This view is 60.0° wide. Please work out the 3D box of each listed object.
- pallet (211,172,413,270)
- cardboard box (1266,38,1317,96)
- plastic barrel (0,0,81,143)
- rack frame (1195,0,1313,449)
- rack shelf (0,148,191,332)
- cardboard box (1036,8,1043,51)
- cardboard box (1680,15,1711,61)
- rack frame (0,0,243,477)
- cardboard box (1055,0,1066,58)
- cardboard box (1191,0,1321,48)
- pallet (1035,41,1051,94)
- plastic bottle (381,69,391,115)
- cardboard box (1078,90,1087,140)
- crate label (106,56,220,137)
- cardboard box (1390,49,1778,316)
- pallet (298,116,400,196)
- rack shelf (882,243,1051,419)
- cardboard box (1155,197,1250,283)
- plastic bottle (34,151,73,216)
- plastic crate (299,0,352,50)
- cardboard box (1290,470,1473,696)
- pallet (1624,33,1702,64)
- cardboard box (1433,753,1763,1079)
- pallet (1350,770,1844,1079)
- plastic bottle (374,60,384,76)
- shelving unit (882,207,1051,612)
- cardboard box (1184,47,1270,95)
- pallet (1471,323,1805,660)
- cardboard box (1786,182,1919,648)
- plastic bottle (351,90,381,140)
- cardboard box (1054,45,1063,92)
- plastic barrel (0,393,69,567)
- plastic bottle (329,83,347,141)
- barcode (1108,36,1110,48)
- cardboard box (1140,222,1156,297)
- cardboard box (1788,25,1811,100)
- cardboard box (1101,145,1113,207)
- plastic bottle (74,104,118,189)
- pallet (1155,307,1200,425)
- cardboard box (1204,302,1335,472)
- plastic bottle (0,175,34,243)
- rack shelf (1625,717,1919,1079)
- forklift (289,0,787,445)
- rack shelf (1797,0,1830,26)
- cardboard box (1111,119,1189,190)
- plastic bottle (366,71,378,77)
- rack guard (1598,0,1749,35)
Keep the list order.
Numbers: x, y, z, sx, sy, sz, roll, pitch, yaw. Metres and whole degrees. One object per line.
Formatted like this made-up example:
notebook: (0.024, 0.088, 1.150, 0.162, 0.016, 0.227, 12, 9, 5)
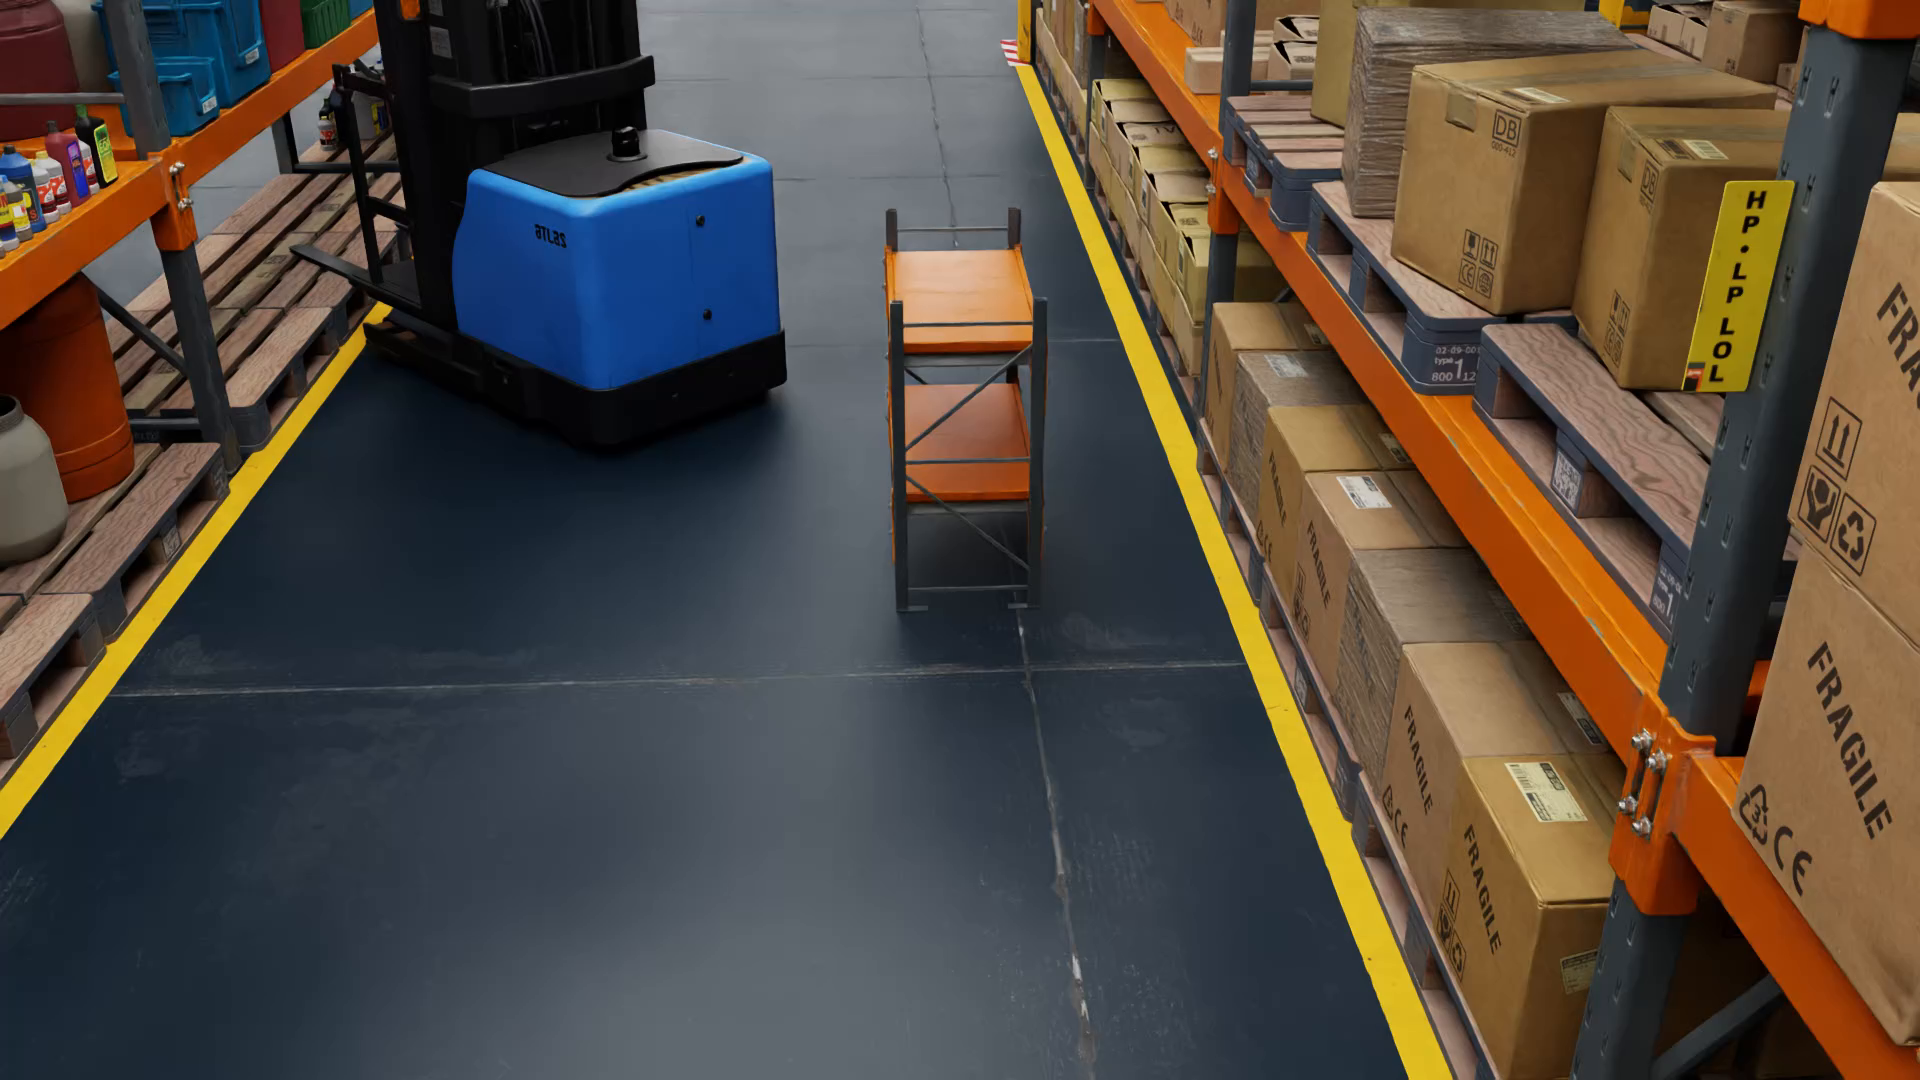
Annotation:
pallet: (-3.579, -1.852, 9.573, 1.003, 0.211, 1.213, -1, 28, -3)
cardboard box: (1.522, -1.850, 6.650, 0.500, 0.311, 0.500, 0, 28, 1)
plastic barrel: (-3.776, -1.870, 6.445, 0.600, 0.536, 0.708, -1, 28, -3)
rack frame: (1.497, -1.721, 6.306, 1.000, 3.000, 0.127, -1, 28, -3)
rack shelf: (-3.345, -0.360, 4.475, 1.077, 0.370, 4.000, -1, 28, -3)
cardboard box: (0.885, -4.129, 13.443, 0.500, 0.250, 0.500, -1, 28, -3)
cardboard box: (6.002, -3.955, 13.020, 0.500, 0.311, 0.500, 1, 28, 2)
rack frame: (-3.450, -1.603, 6.080, 1.000, 3.000, 0.127, -1, 28, -3)
cardboard box: (0.961, -3.769, 11.941, 0.500, 0.500, 0.500, -1, 28, -3)
cardboard box: (1.393, -2.540, 7.767, 0.500, 0.500, 0.500, -3, 28, -5)
pallet: (1.161, -3.827, 13.359, 1.003, 0.211, 1.213, -1, 28, -3)
plastic bottle: (-3.905, -3.047, 11.310, 0.061, 0.283, 0.133, -1, 28, -3)
cardboard box: (1.046, -2.744, 10.787, 0.500, 0.250, 0.500, -1, 28, -3)
crate label: (-3.097, -1.732, 6.509, 0.303, 0.233, 0.416, -1, 28, -3)
cardboard box: (1.552, -0.918, 4.205, 0.700, 0.500, 0.500, -8, 29, -16)
pallet: (-3.652, -2.525, 10.863, 1.003, 0.211, 1.213, -1, 28, -3)
rack shelf: (0.000, -0.755, 5.849, 0.538, 0.278, 1.000, -1, 28, -3)
cardboard box: (1.190, -1.412, 7.627, 0.500, 0.311, 0.500, -2, 28, -3)
plastic bottle: (-3.003, -1.178, 5.480, 0.097, 0.201, 0.097, 0, 28, 0)
plastic crate: (-3.286, -2.559, 8.141, 0.450, 0.188, 0.662, -1, 28, -3)
cardboard box: (1.322, 0.124, 4.996, 0.500, 0.500, 0.500, -2, 28, -4)
pallet: (6.037, -3.889, 13.478, 1.003, 0.211, 1.213, -1, 28, -3)
cardboard box: (1.394, 0.819, 3.664, 0.500, 0.500, 0.500, -2, 28, -3)
pallet: (1.626, 0.988, 4.127, 1.003, 0.211, 1.213, -1, 28, -3)
plastic bottle: (-4.061, -3.233, 11.680, 0.097, 0.271, 0.097, 0, 28, 0)
shelving unit: (0.000, -0.496, 5.984, 0.538, 1.125, 1.048, -1, 28, -3)
cardboard box: (1.174, -2.018, 7.147, 0.380, 0.149, 0.250, -1, 28, -3)
pallet: (1.773, -0.160, 3.521, 1.003, 0.211, 1.213, -1, 28, -3)
cardboard box: (1.450, -0.137, 2.079, 0.500, 0.500, 0.500, -1, 28, -1)
plastic bottle: (-3.836, -2.765, 10.696, 0.144, 0.351, 0.185, -1, 28, -3)
cardboard box: (0.962, -3.437, 12.114, 0.500, 0.250, 0.500, -1, 28, -3)
plastic barrel: (-3.288, -0.202, 5.630, 0.421, 0.512, 0.421, 0, 28, 0)
plastic bottle: (-3.980, -2.761, 10.689, 0.144, 0.351, 0.185, -2, 28, -4)
barcode: (0.886, -2.953, 9.856, 0.001, 0.075, 0.075, -1, 28, -3)
cardboard box: (1.172, -1.395, 8.201, 0.500, 0.250, 0.500, -1, 28, -1)
cardboard box: (6.141, -3.254, 11.473, 0.500, 0.500, 0.500, -3, 28, -7)
cardboard box: (1.087, -2.107, 9.565, 0.500, 0.250, 0.500, -1, 28, -1)
plastic bottle: (-3.002, -1.375, 5.768, 0.061, 0.283, 0.133, -1, 28, -3)
pallet: (1.493, -0.865, 7.681, 1.003, 0.211, 1.213, -1, 28, -3)
cardboard box: (1.236, -0.590, 6.366, 0.500, 0.500, 0.500, 0, 28, 0)
plastic bottle: (-2.987, -1.043, 5.221, 0.097, 0.201, 0.097, 0, 28, 0)
rack shelf: (1.810, 1.369, 1.159, 1.077, 0.370, 4.000, -1, 28, -3)
forklift: (-2.192, -2.265, 7.424, 3.031, 2.935, 1.130, 24, 36, 38)
rack shelf: (1.602, -1.808, 4.007, 1.077, 0.370, 4.000, -1, 28, -3)
cardboard box: (1.110, -2.117, 8.977, 0.500, 0.311, 0.500, -2, 28, -4)
plastic bottle: (-4.011, -3.041, 11.306, 0.152, 0.276, 0.135, -1, 28, -2)
rack guard: (6.030, -4.393, 14.133, 1.175, 0.500, 0.348, -1, 28, -3)
